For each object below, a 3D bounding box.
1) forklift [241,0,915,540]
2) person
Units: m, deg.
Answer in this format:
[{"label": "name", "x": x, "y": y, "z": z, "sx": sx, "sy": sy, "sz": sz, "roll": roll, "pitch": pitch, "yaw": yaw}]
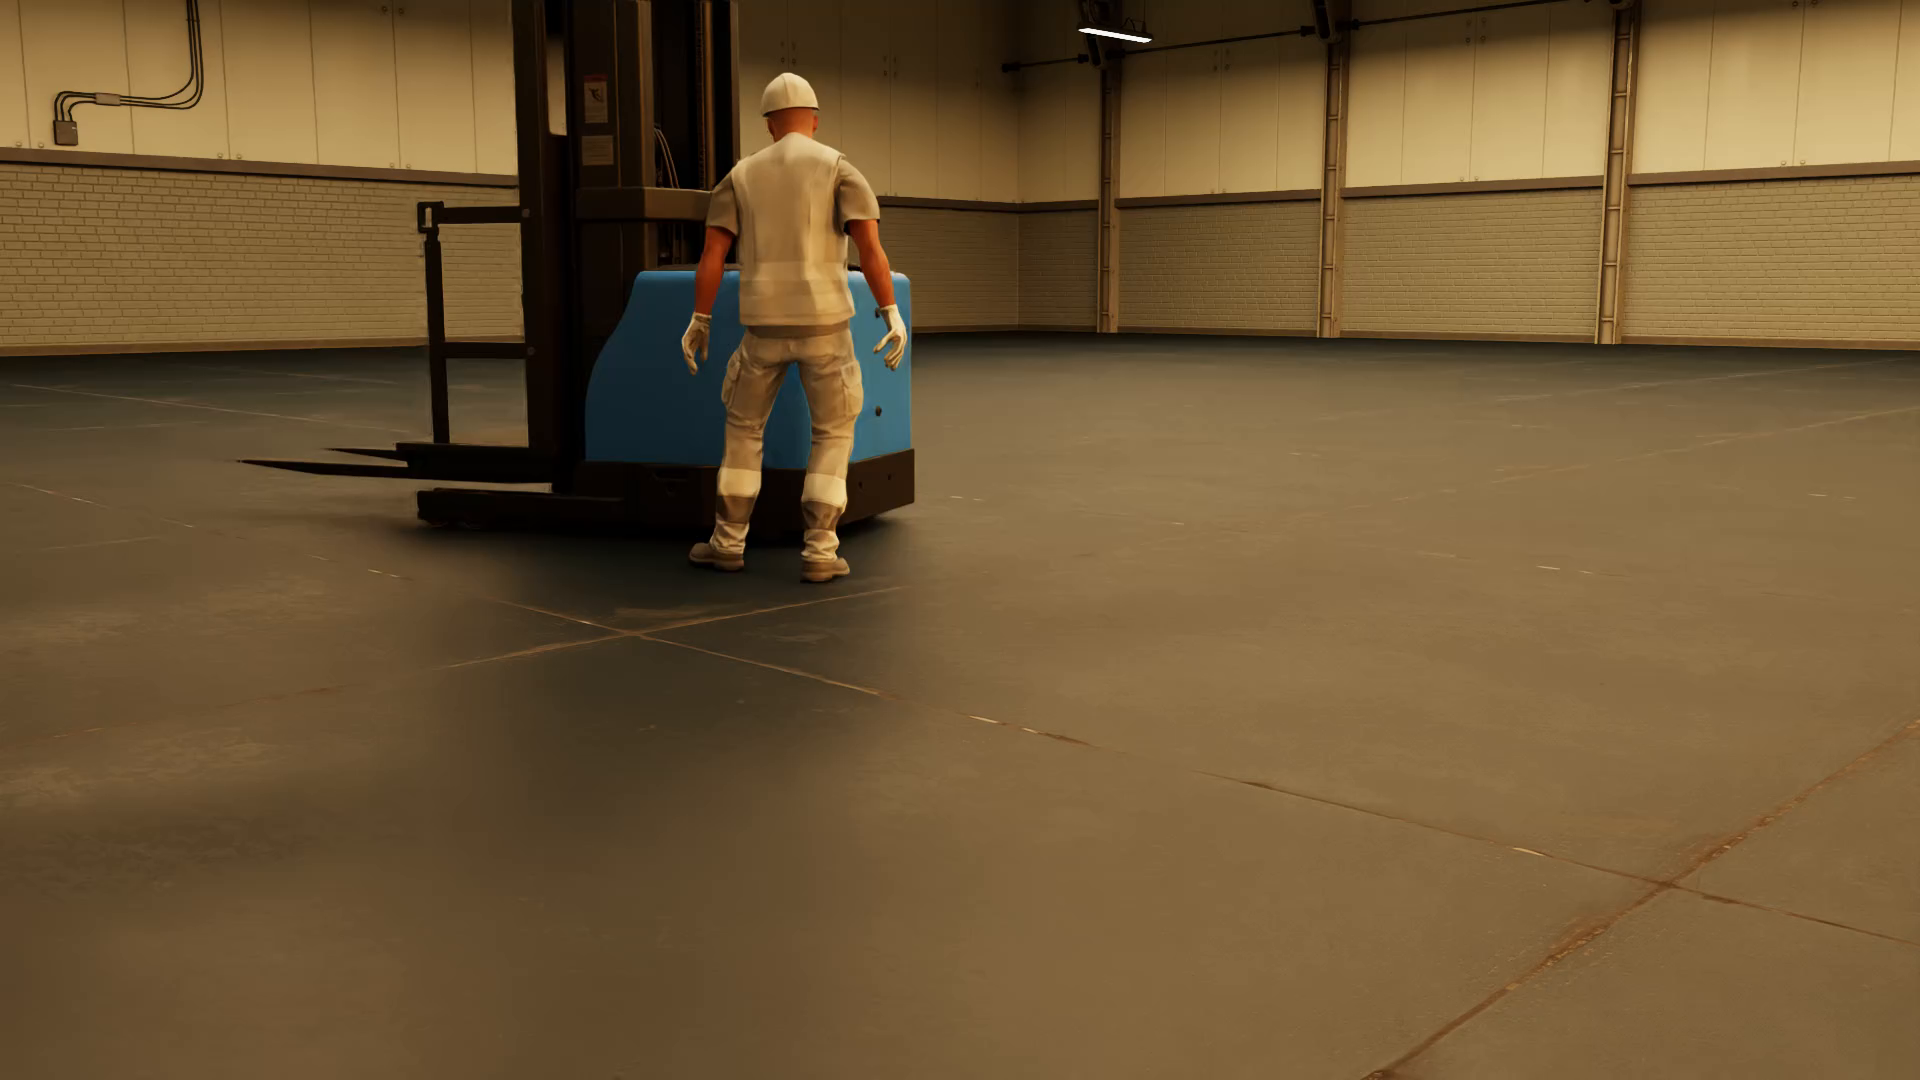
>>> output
[{"label": "forklift", "x": -1.772, "y": -1.561, "z": 7.238, "sx": 3.031, "sy": 2.935, "sz": 1.130, "roll": 3, "pitch": 9, "yaw": 20}, {"label": "person", "x": -0.586, "y": -0.748, "z": 5.846, "sx": 0.873, "sy": 1.749, "sz": 0.444, "roll": 2, "pitch": 9, "yaw": 11}]
